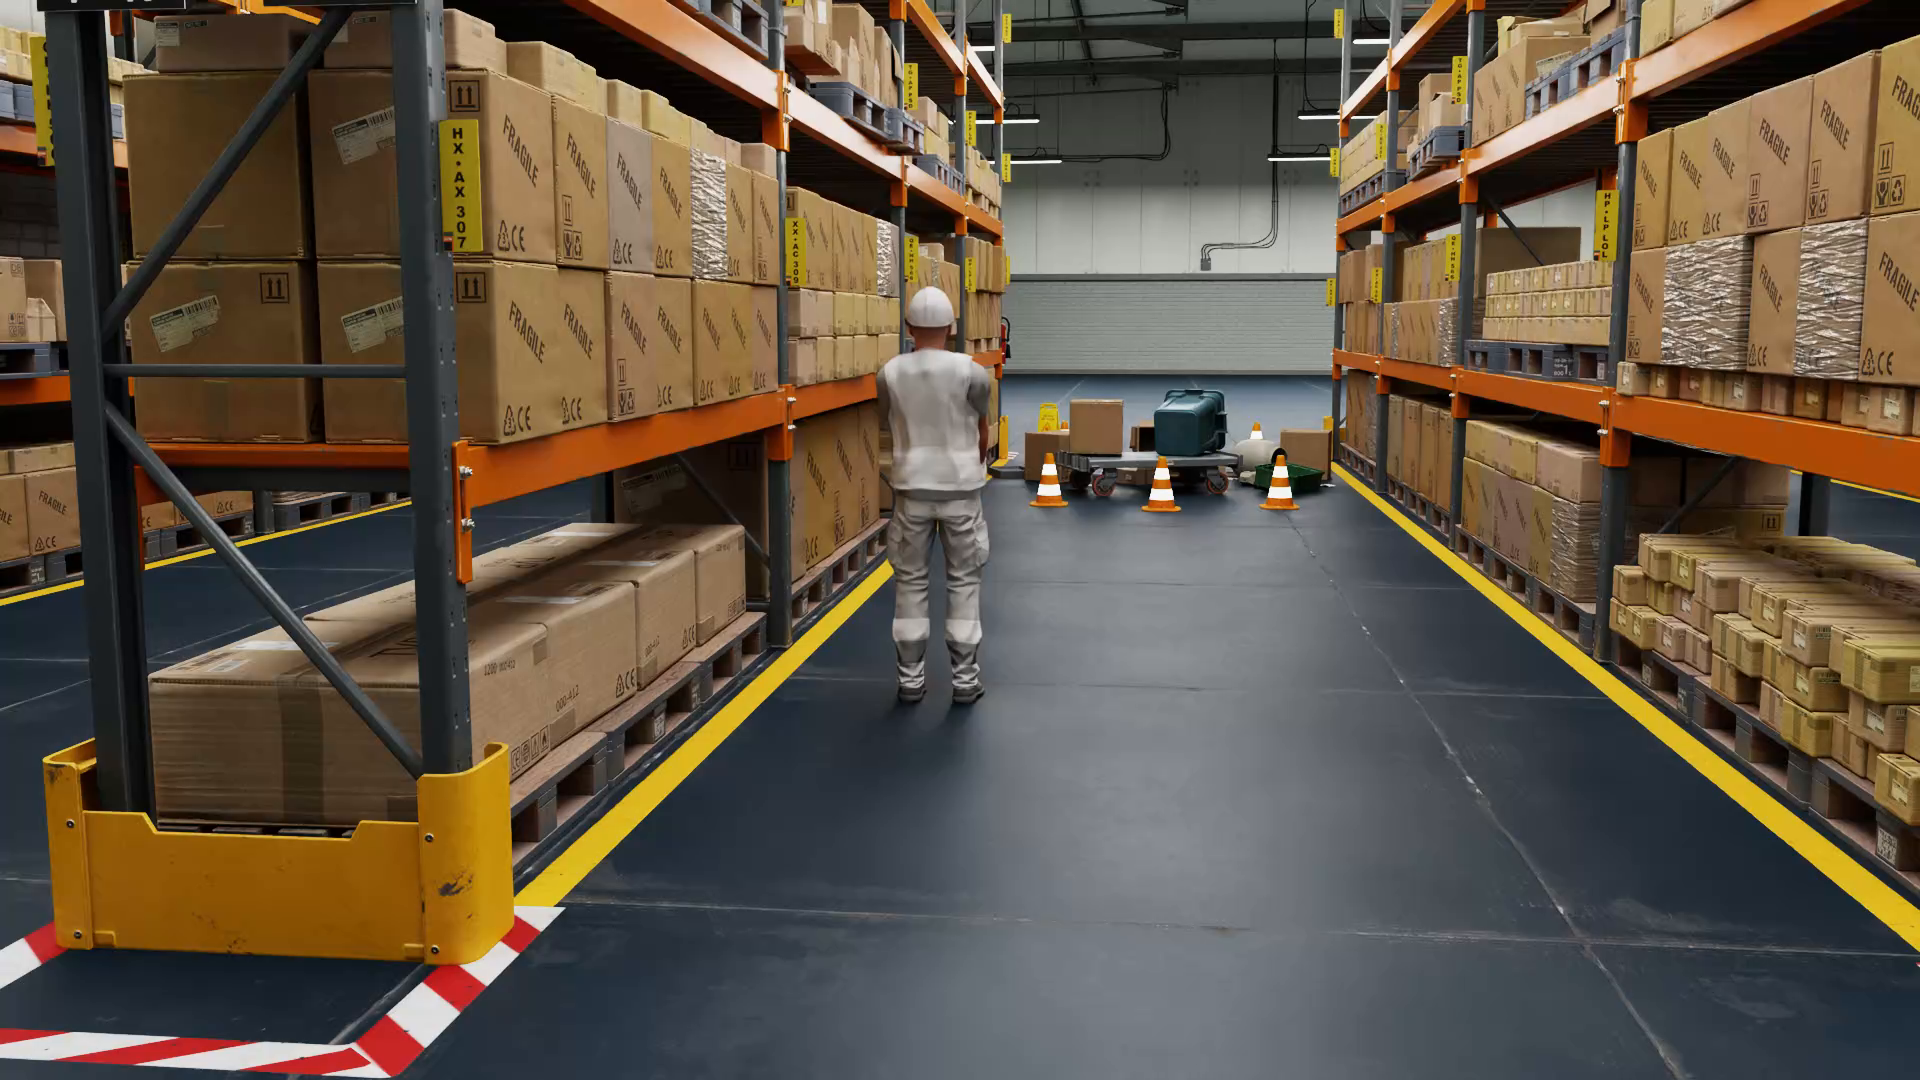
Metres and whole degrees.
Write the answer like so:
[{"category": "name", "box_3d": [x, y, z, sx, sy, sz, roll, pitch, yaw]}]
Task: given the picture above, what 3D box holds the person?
[{"category": "person", "box_3d": [-0.098, -0.203, 7.261, 0.494, 1.783, 0.559, 1, 8, 7]}]
